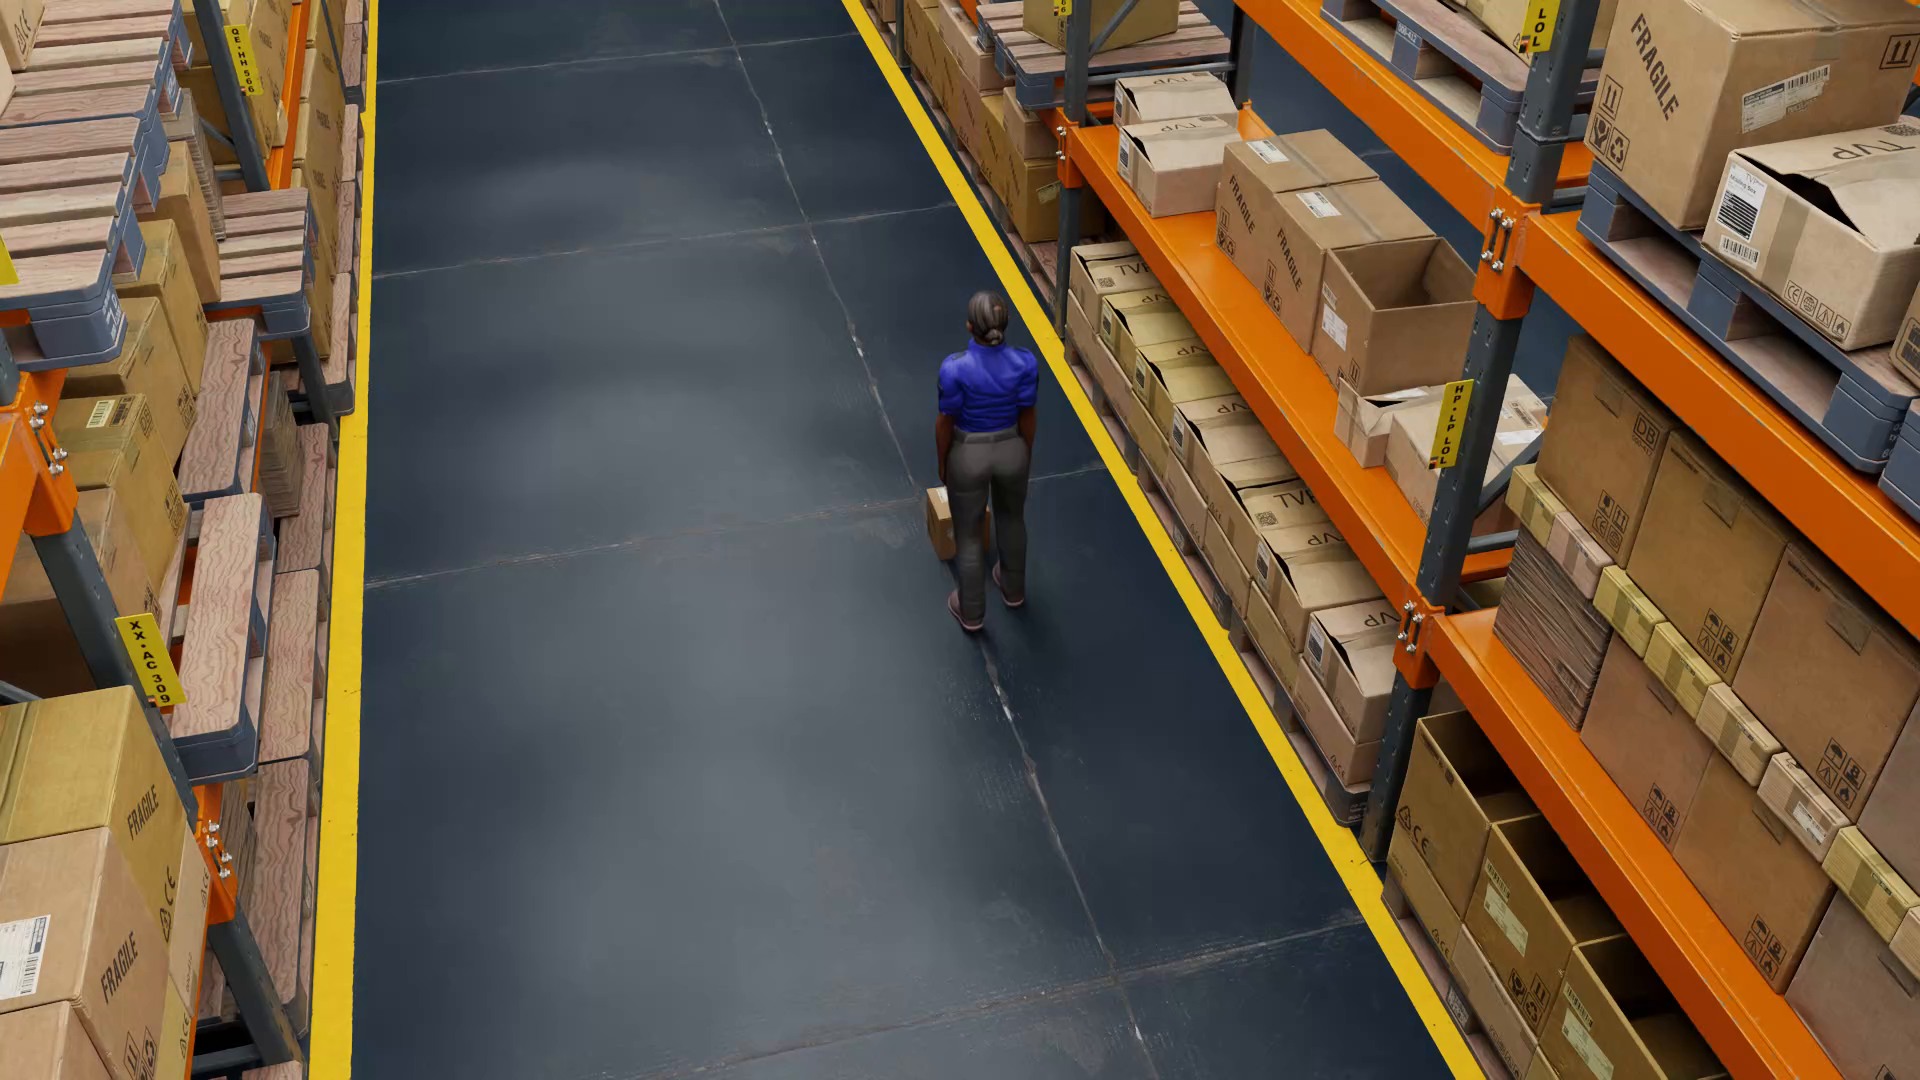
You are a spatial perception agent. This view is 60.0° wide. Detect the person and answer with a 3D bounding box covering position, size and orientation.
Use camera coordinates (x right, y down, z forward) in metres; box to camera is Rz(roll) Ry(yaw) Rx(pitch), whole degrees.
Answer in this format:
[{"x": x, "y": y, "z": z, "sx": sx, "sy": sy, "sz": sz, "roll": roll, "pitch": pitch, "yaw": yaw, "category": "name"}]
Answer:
[{"x": 0.101, "y": -0.357, "z": 7.174, "sx": 0.434, "sy": 1.661, "sz": 0.425, "roll": -8, "pitch": 39, "yaw": -10, "category": "person"}]
